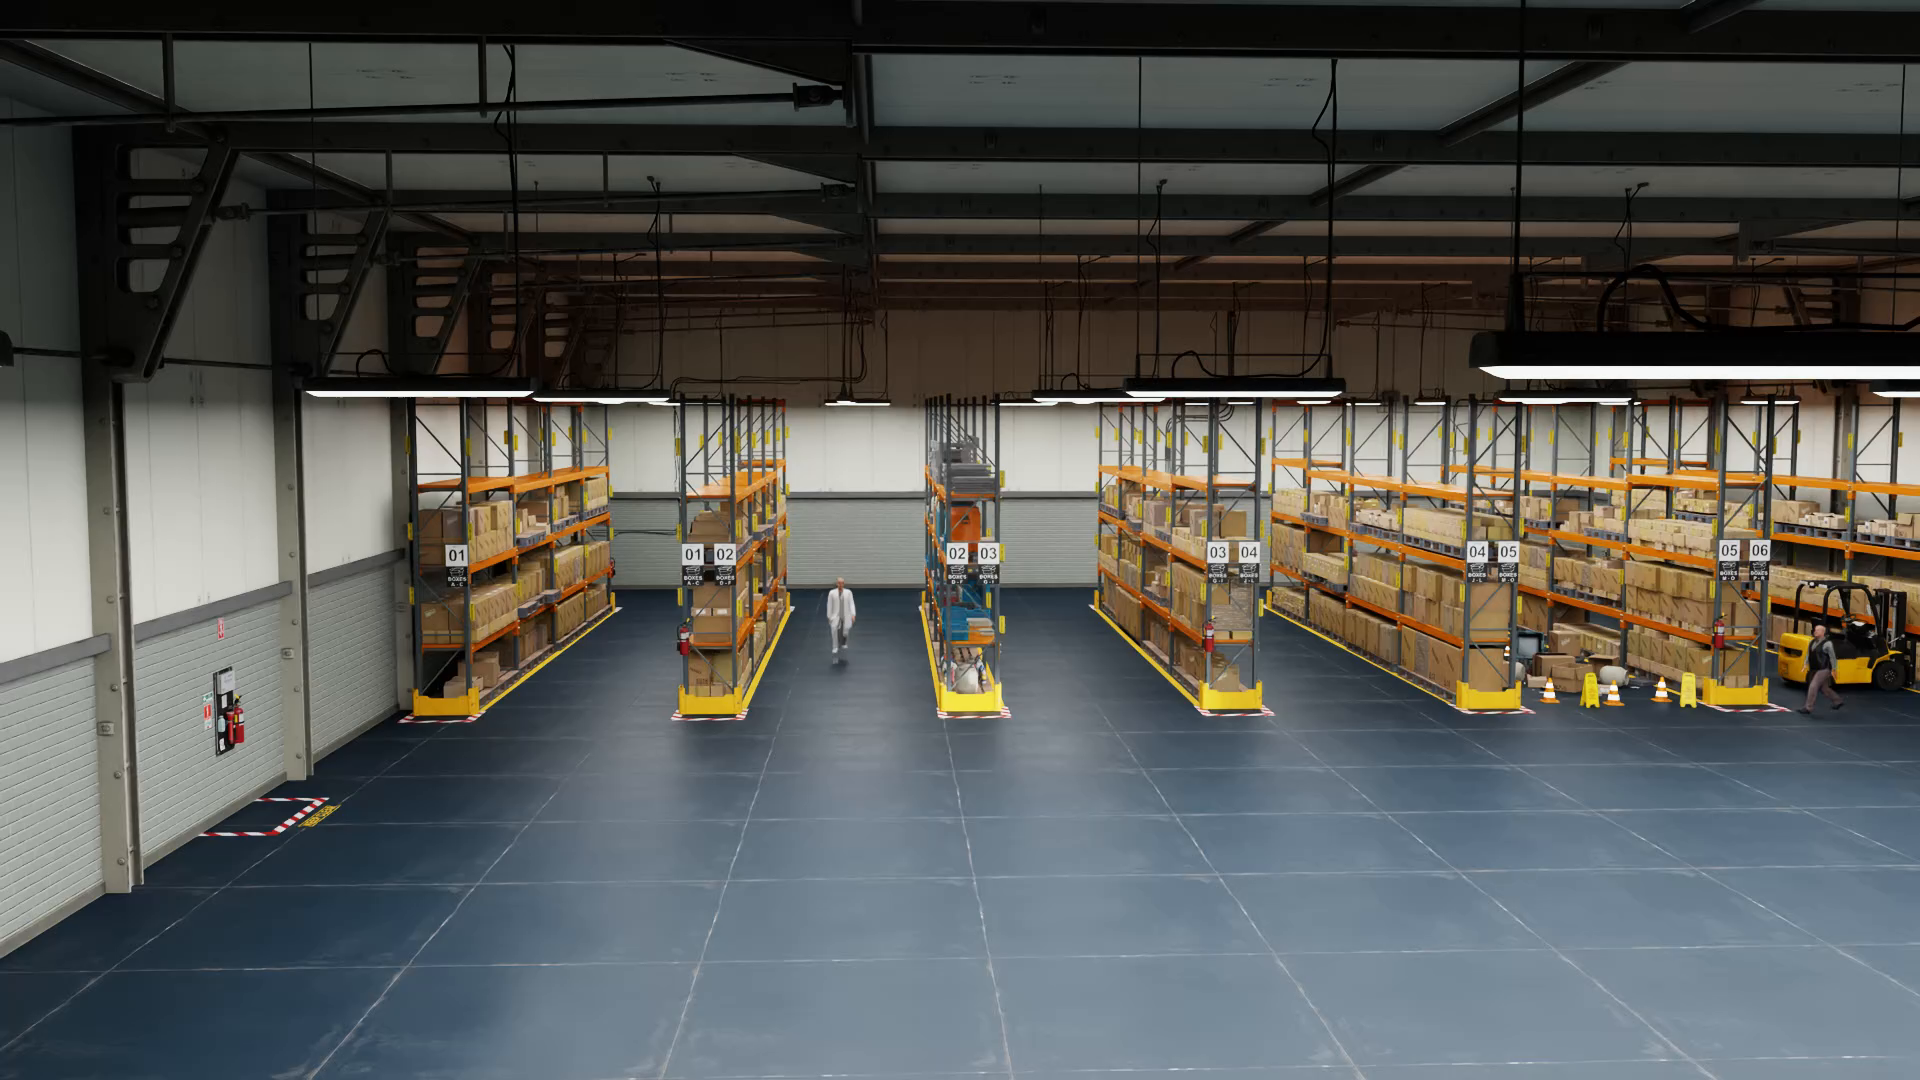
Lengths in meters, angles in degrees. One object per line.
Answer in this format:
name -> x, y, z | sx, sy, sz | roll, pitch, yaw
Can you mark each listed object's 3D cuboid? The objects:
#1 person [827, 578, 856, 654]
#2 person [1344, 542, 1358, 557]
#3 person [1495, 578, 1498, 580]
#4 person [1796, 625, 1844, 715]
person -> -2.662, 1.680, 37.327 | 0.640, 1.640, 1.148 | -1, 5, -7
person -> 11.801, 0.927, 50.108 | 0.879, 1.648, 0.566 | -1, 5, -6
person -> 13.085, 1.721, 40.650 | 0.446, 1.612, 0.372 | -3, 6, -38
person -> 16.127, 2.424, 31.107 | 1.068, 1.672, 0.559 | -1, 5, -14
